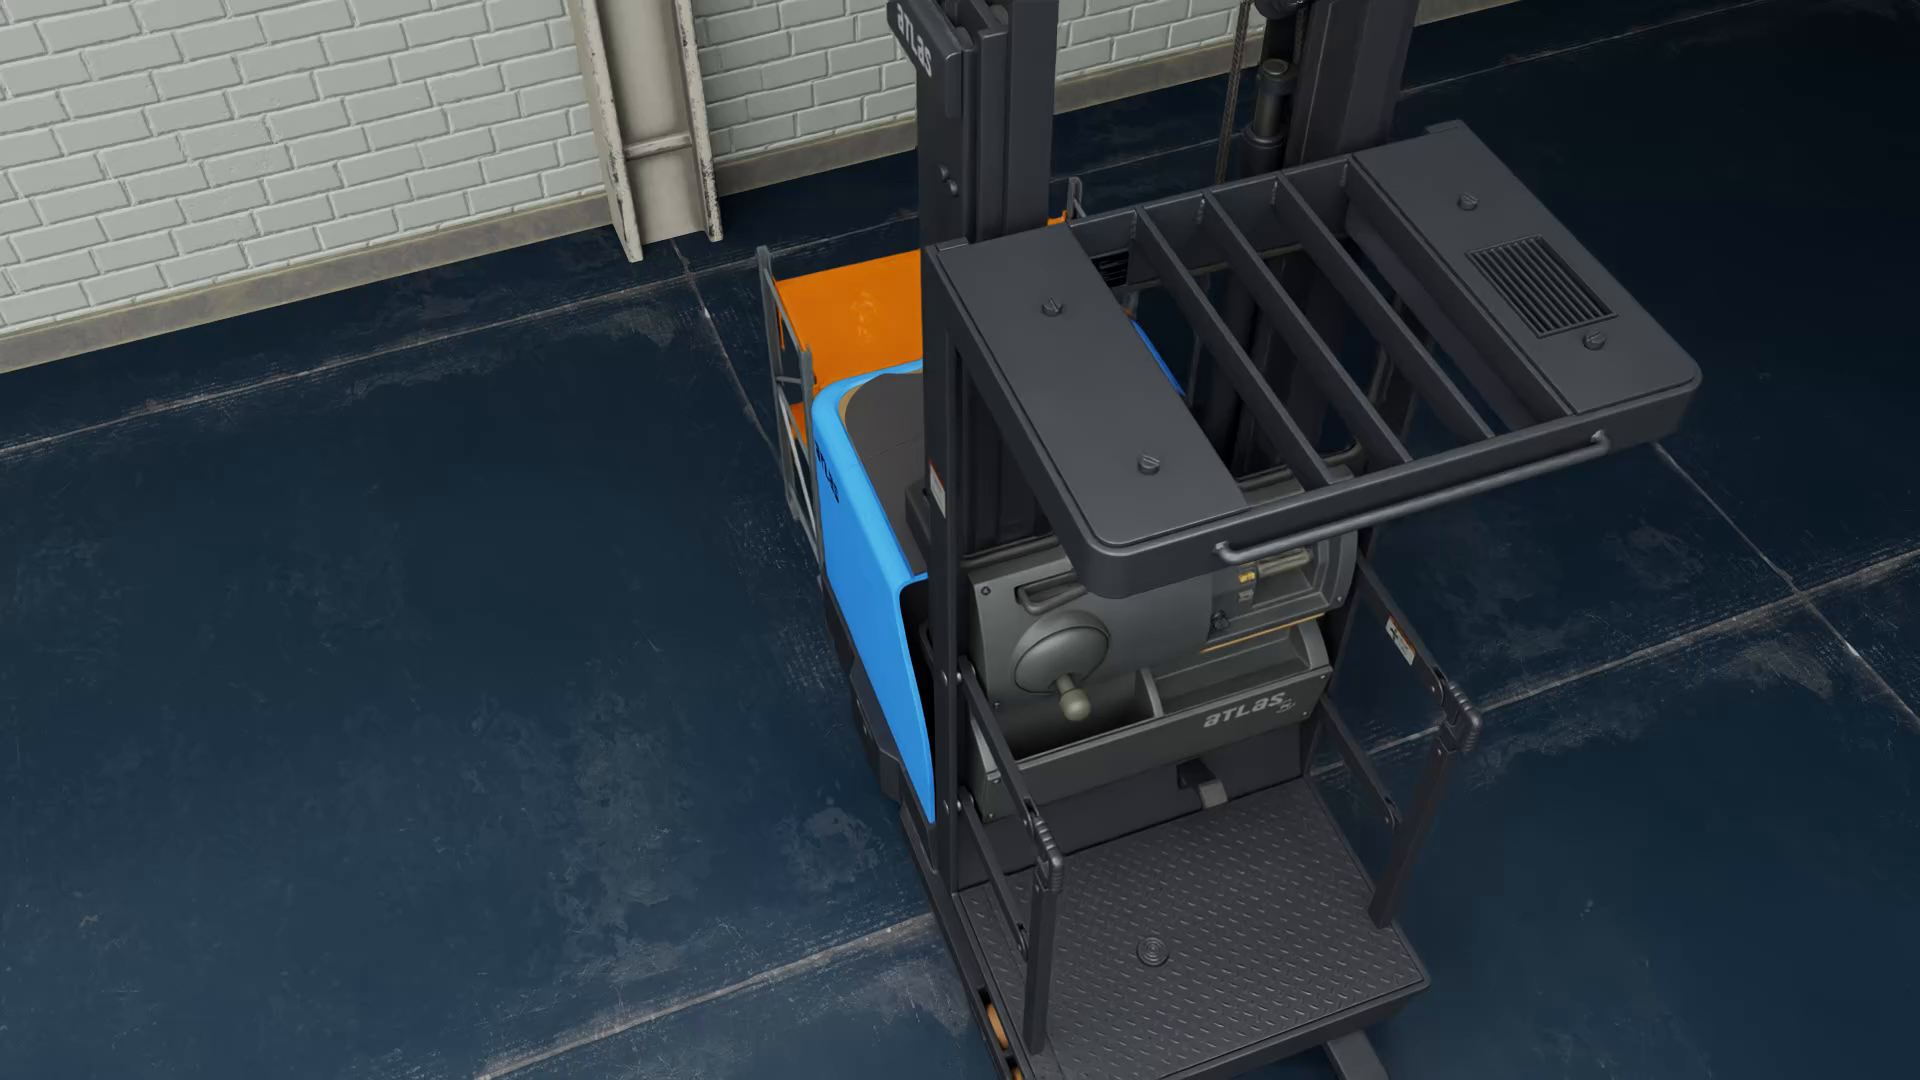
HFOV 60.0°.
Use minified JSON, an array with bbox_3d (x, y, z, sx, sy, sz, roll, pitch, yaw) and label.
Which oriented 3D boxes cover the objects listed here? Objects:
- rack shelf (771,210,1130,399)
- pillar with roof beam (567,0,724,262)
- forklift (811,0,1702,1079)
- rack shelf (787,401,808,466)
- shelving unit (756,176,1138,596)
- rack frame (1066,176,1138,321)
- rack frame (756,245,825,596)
[{"bbox_3d":[-0.040,-0.664,5.193,1.000,0.278,0.538,-15,51,-13],"label":"rack shelf"},{"bbox_3d":[0.422,-1.192,0.842,0.400,9.000,9.100,-17,52,-14],"label":"pillar with roof beam"},{"bbox_3d":[0.553,0.229,3.621,1.130,2.935,3.031,-16,51,-13],"label":"forklift"},{"bbox_3d":[-0.040,-0.314,5.600,1.000,0.278,0.538,-15,51,-13],"label":"rack shelf"},{"bbox_3d":[-0.040,-0.473,5.415,1.048,1.125,0.538,-15,51,-13],"label":"shelving unit"},{"bbox_3d":[0.440,-0.601,5.525,0.032,1.125,0.500,-15,51,-13],"label":"rack frame"},{"bbox_3d":[-0.519,-0.345,5.304,0.032,1.125,0.500,-15,51,-13],"label":"rack frame"}]
